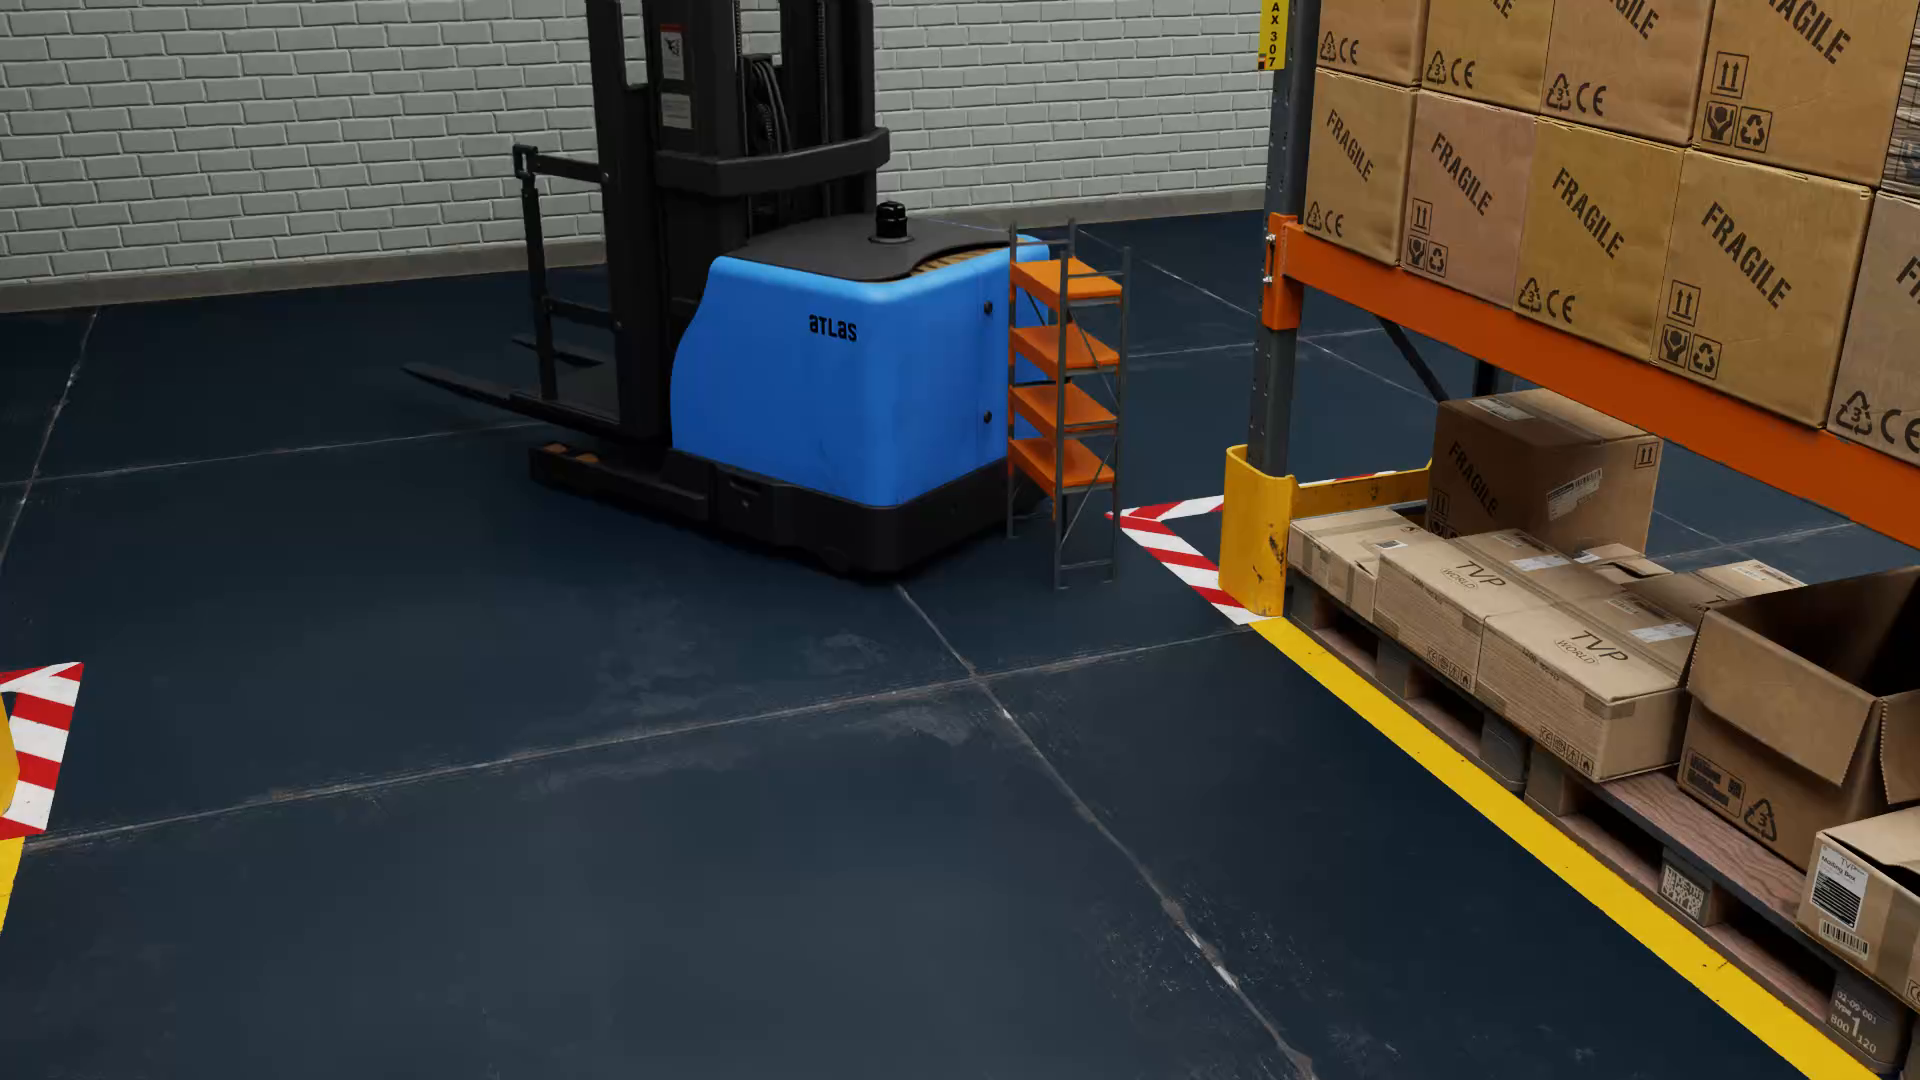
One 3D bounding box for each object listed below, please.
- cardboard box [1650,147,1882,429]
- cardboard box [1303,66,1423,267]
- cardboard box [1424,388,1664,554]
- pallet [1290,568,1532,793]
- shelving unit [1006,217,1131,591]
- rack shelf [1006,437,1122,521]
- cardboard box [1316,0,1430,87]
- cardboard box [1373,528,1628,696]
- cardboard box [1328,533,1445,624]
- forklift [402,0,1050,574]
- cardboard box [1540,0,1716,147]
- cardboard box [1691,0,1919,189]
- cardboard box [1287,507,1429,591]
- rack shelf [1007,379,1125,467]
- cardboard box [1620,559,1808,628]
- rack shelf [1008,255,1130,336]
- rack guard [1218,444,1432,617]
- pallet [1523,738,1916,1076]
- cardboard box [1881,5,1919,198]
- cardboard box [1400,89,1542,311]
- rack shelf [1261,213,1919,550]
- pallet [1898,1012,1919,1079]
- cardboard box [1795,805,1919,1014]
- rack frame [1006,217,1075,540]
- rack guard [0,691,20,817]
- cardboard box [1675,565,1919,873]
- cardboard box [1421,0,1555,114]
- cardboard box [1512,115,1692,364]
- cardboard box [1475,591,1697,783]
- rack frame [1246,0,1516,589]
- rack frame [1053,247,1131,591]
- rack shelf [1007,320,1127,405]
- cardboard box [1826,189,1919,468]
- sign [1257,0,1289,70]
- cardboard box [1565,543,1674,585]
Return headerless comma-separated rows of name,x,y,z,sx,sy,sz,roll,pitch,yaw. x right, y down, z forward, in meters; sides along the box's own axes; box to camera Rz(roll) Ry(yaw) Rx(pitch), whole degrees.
cardboard box,1.920,-0.581,3.637,0.500,0.500,0.500,-8,24,-18
cardboard box,1.383,-1.132,4.945,0.500,0.500,0.500,-8,24,-18
cardboard box,1.895,-0.170,5.444,0.500,0.500,0.500,-8,24,-19
pallet,1.782,0.319,5.222,1.003,0.211,1.213,-8,24,-19
shelving unit,0.366,-0.480,5.844,0.258,1.200,0.503,-7,24,-17
rack shelf,0.366,-0.235,5.947,0.258,0.148,0.480,-7,24,-17
cardboard box,1.383,-1.593,4.751,0.500,0.500,0.500,-8,24,-17
cardboard box,1.576,0.199,4.889,0.500,0.250,0.500,-8,24,-19
cardboard box,1.388,0.110,5.209,0.380,0.166,0.250,-8,24,-19
forklift,-1.131,-1.675,6.450,3.031,2.935,1.130,17,28,34
cardboard box,1.747,-1.221,3.870,0.500,0.500,0.500,-8,24,-18
cardboard box,1.927,-1.037,3.432,0.500,0.500,0.500,-9,24,-19
cardboard box,1.299,0.027,5.428,0.380,0.149,0.250,-8,24,-19
rack shelf,0.366,-0.418,5.870,0.258,0.148,0.480,-7,24,-17
cardboard box,2.203,0.294,4.664,0.500,0.250,0.500,-8,24,-19
rack shelf,0.366,-0.842,5.691,0.258,0.148,0.480,-7,24,-17
rack guard,1.500,-0.104,5.853,1.175,0.500,0.348,-8,24,-19
pallet,2.210,0.761,4.172,1.003,0.211,1.213,-8,24,-19
cardboard box,2.104,-0.854,2.998,0.500,0.500,0.500,-8,24,-19
cardboard box,1.570,-0.945,4.502,0.500,0.500,0.500,-9,24,-20
rack shelf,2.179,-0.225,3.848,1.077,0.370,4.000,-8,24,-19
pallet,2.644,1.205,3.118,1.003,0.211,1.213,-8,24,-19
cardboard box,2.154,0.766,3.467,0.500,0.311,0.500,-8,24,-19
rack frame,0.290,-0.570,6.058,0.240,1.200,0.015,-7,24,-17
rack guard,-3.169,0.541,4.323,1.175,0.500,0.348,-8,24,-19
cardboard box,2.217,0.436,4.002,0.797,0.503,0.637,-8,24,-19
cardboard box,1.575,-1.404,4.303,0.500,0.500,0.500,-8,24,-18
cardboard box,1.745,-0.763,4.068,0.500,0.500,0.500,-8,24,-19
cardboard box,1.753,0.381,4.458,0.500,0.250,0.500,-8,24,-19
rack frame,1.473,-1.283,5.433,1.000,3.000,0.127,-8,24,-19
rack frame,0.442,-0.390,5.630,0.240,1.200,0.015,-7,24,-17
rack shelf,0.366,-0.624,5.783,0.258,0.148,0.480,-7,24,-17
cardboard box,2.102,-0.396,3.199,0.500,0.500,0.500,-8,24,-18
sign,0.965,-1.608,5.088,0.100,0.325,0.005,-8,24,-19
cardboard box,1.954,0.143,5.131,0.380,0.166,0.250,-8,24,-19
